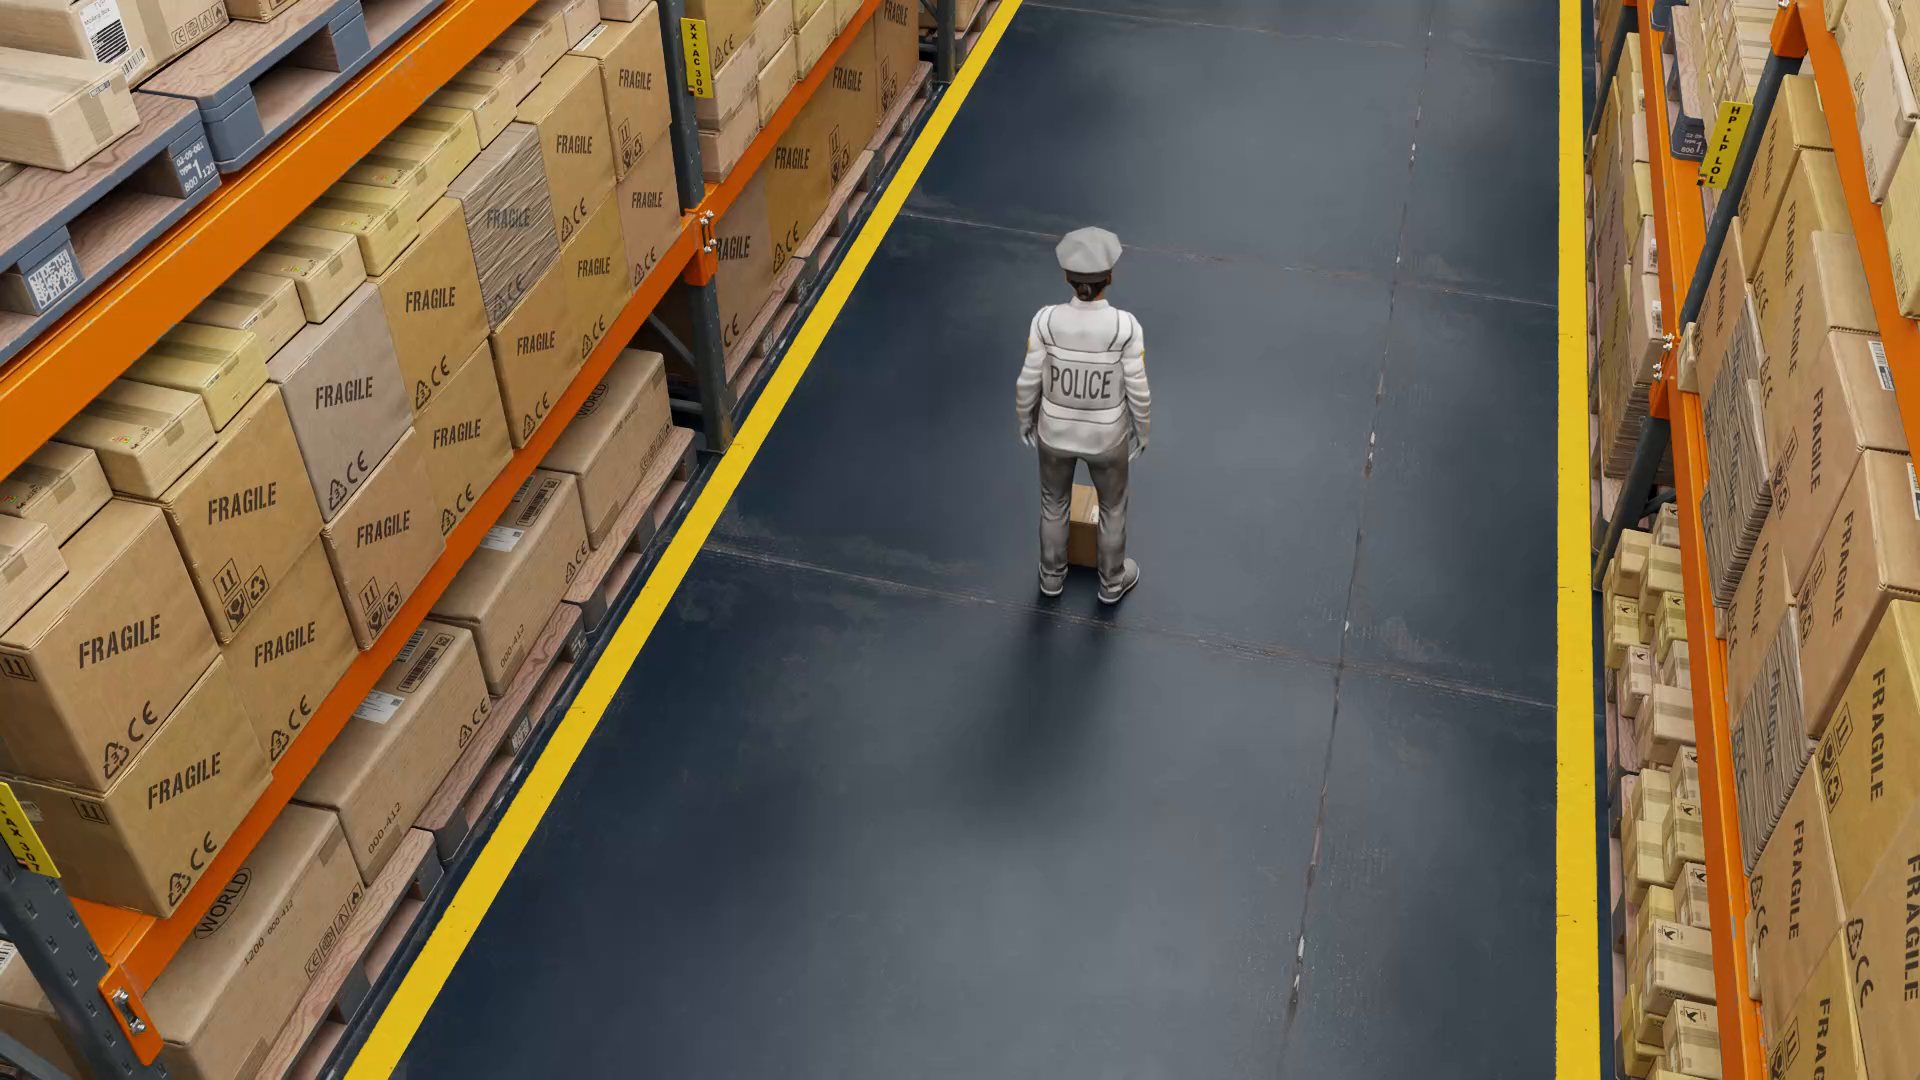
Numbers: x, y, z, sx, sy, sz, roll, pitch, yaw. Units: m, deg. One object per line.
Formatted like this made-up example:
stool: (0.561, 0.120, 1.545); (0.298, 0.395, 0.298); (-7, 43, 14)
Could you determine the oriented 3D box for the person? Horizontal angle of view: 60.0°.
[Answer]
person: (0.491, -0.441, 6.656); (0.545, 1.666, 0.370); (8, 42, 9)
